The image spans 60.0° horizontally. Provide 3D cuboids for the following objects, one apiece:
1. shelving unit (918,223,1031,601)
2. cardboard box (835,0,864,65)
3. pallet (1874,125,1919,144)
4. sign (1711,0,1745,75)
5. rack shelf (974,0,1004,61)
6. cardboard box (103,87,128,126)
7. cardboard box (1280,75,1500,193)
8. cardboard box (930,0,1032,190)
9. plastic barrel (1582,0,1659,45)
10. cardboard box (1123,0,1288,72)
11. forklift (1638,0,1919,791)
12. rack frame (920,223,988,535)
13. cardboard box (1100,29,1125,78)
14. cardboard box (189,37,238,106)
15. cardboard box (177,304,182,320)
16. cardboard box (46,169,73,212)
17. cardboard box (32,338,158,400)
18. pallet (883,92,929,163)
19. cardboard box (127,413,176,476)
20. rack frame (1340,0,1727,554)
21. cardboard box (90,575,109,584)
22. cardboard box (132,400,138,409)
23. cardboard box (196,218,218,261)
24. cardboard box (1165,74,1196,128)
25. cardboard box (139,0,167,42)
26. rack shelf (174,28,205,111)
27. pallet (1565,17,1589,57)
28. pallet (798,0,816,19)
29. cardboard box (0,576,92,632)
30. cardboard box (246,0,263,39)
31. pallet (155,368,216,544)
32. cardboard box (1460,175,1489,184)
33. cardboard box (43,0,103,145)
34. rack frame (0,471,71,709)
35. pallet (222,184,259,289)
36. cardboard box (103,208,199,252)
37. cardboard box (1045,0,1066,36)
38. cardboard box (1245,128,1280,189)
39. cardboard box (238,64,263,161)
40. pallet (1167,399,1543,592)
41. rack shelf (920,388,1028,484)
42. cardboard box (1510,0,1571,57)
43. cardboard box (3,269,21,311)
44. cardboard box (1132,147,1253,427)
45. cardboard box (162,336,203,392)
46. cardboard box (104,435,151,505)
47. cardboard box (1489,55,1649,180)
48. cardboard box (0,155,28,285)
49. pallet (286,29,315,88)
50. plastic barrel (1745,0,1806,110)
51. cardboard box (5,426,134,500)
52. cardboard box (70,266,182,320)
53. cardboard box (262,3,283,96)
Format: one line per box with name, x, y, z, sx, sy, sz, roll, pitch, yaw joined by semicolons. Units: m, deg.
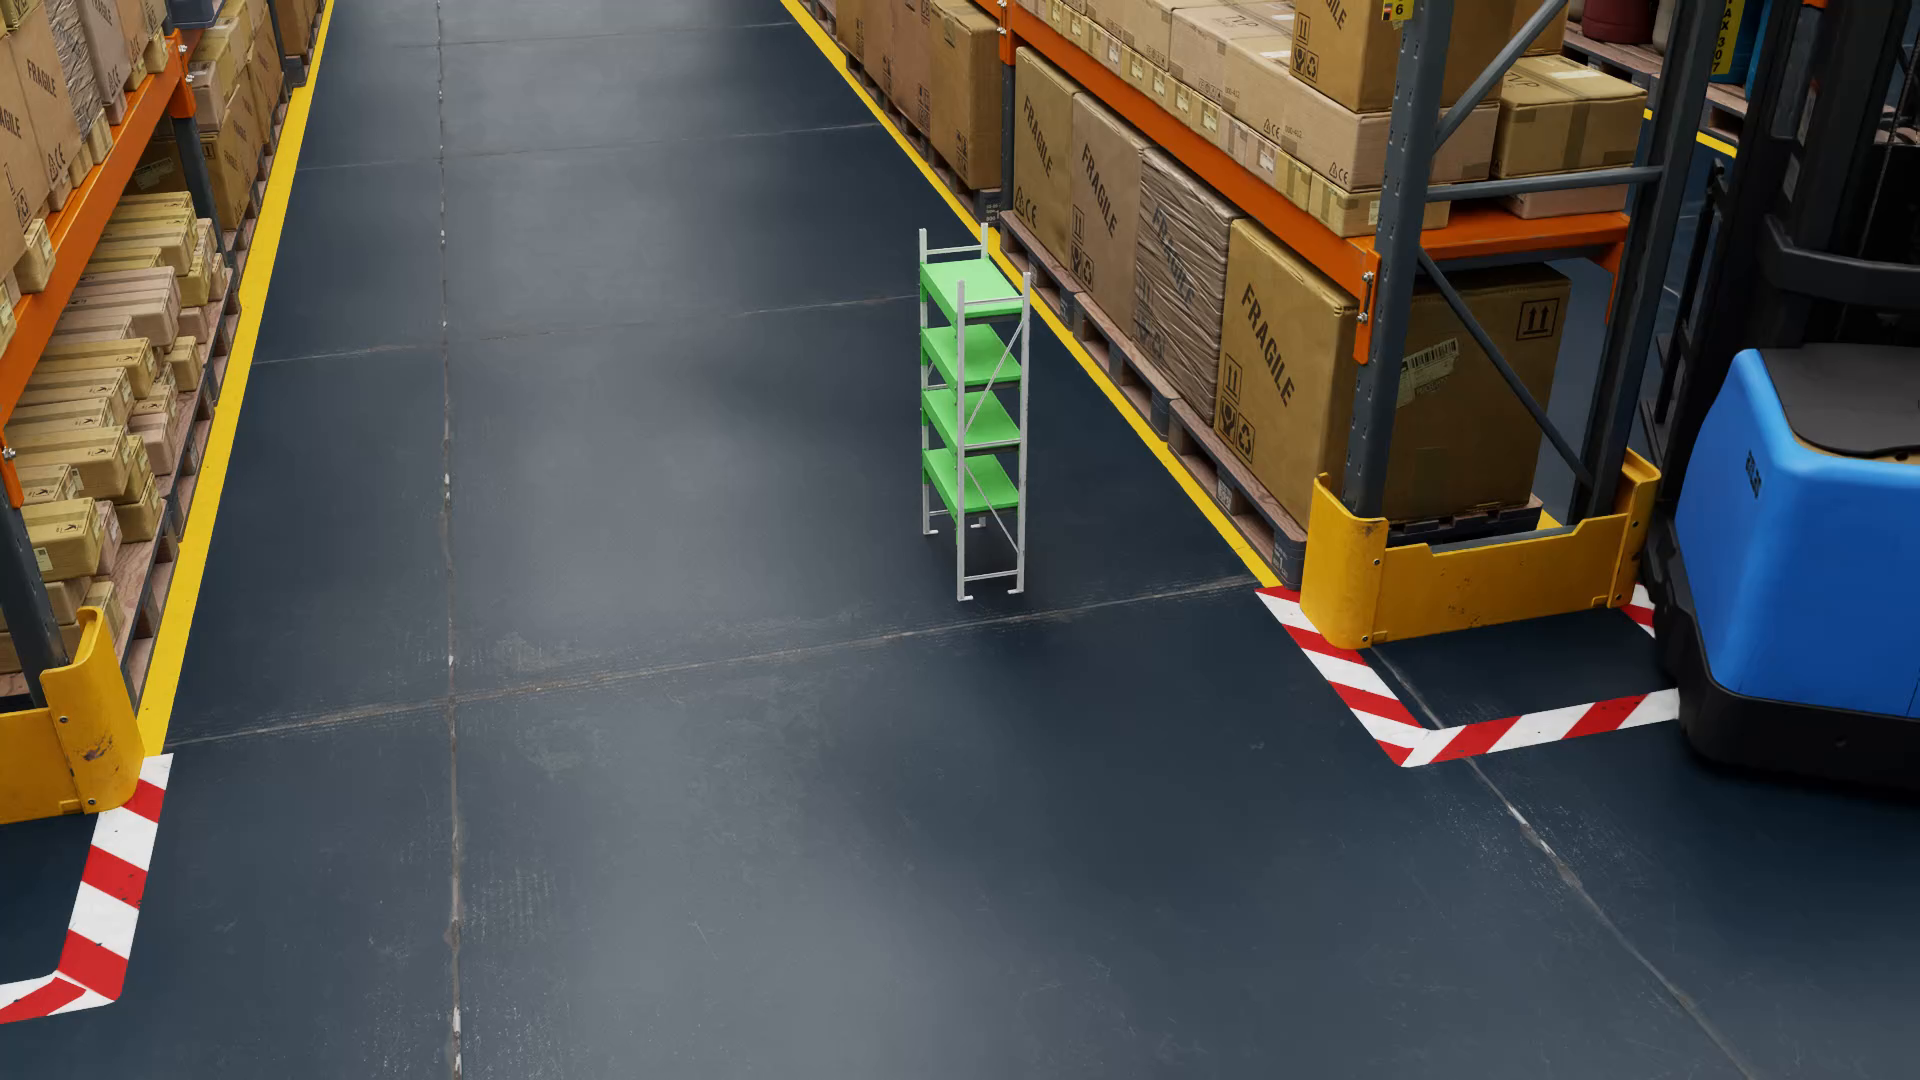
shelving unit;0.044;-0.439;5.811;0.258;1.200;0.503;-8;31;-13
cardboard box;-0.180;-3.881;11.663;1.225;0.875;0.875;-9;31;-16
pallet;5.727;-2.125;9.711;1.003;0.211;1.213;-8;31;-13
sign;2.317;-1.571;5.027;0.100;0.325;0.005;-8;31;-13
rack shelf;0.188;-3.678;10.328;1.077;0.370;4.000;-8;31;-13
cardboard box;-3.456;-1.695;6.435;0.380;0.149;0.250;-9;31;-15
cardboard box;1.396;-1.354;5.448;0.500;0.250;0.500;-8;31;-14
cardboard box;0.530;-2.592;9.436;1.225;0.875;0.875;-8;31;-13
plastic barrel;4.879;-3.972;12.107;0.600;0.588;0.708;-8;31;-13
cardboard box;0.984;-2.096;6.730;0.500;0.250;0.500;-8;31;-13
forklift;3.070;-1.222;5.435;1.130;2.935;3.031;7;31;12
rack frame;-0.021;-0.557;6.015;0.240;1.200;0.015;-8;31;-13
cardboard box;0.821;-2.102;7.137;0.380;0.149;0.250;-7;31;-13
cardboard box;-4.175;-2.486;8.878;0.500;0.250;0.500;-7;31;-12
cardboard box;-3.556;-0.989;7.094;0.380;0.149;0.250;-8;31;-13
cardboard box;-3.213;-1.191;5.564;0.380;0.149;0.250;-8;31;-14
cardboard box;-3.208;-0.617;6.155;0.380;0.149;0.250;-7;31;-13
pallet;0.114;-2.769;10.824;1.003;0.211;1.213;-8;31;-13
cardboard box;-3.184;-0.339;6.269;0.380;0.149;0.250;-9;31;-16
rack frame;1.781;-1.091;5.141;1.000;3.000;0.127;-8;31;-13
cardboard box;-3.007;0.160;5.406;0.380;0.149;0.250;-8;31;-13
cardboard box;-3.388;-0.602;6.425;0.380;0.149;0.250;-6;31;-11
cardboard box;-3.700;-1.379;7.769;0.380;0.149;0.250;-7;31;-12
cardboard box;1.027;-1.729;6.494;0.380;0.149;0.250;-8;31;-13
cardboard box;-3.689;-2.389;6.986;0.500;0.500;0.500;-8;31;-13
rack shelf;-4.621;-3.067;9.273;1.077;0.370;4.000;-8;31;-13
pallet;4.682;-4.032;13.005;1.003;0.211;1.213;-8;31;-13
pallet;-0.869;-4.714;14.184;1.003;0.211;1.213;-8;31;-13
cardboard box;-2.920;0.155;5.117;0.380;0.149;0.250;-7;31;-11
cardboard box;-4.573;-3.231;10.166;0.500;0.250;0.500;-7;31;-13
pallet;-3.550;-0.296;6.550;1.003;0.211;1.213;-8;31;-13
cardboard box;1.935;-1.322;5.790;0.380;0.149;0.250;-8;31;-14
cardboard box;-3.307;-1.645;5.701;0.500;0.500;0.500;-9;31;-15
rack frame;-3.028;-0.481;4.086;1.000;3.000;0.127;-8;31;-13
pallet;-4.298;-1.582;8.772;1.003;0.211;1.213;-8;31;-13
cardboard box;-3.639;-1.363;7.443;0.380;0.149;0.250;-7;31;-13
cardboard box;0.617;-2.474;7.780;0.380;0.149;0.250;-7;31;-12
cardboard box;1.232;-1.358;5.853;0.380;0.149;0.250;-8;31;-13
cardboard box;-4.325;-2.411;9.498;0.500;0.500;0.500;-7;31;-12
pallet;1.493;-0.260;6.489;1.003;0.211;1.213;-8;31;-13
rack shelf;0.044;-0.384;5.843;0.258;0.148;0.480;-8;31;-13
cardboard box;1.781;-1.989;5.796;0.500;0.500;0.500;-9;31;-14
cardboard box;-2.906;-0.690;4.698;0.380;0.149;0.250;-7;31;-11
cardboard box;1.292;-1.092;6.843;0.875;0.875;0.875;-8;31;-13
cardboard box;-3.383;-0.717;6.920;0.380;0.149;0.250;-8;31;-13
cardboard box;-3.052;-0.229;5.781;0.380;0.149;0.250;-7;31;-12
cardboard box;1.913;-1.423;5.567;0.500;0.250;0.500;-9;31;-15
cardboard box;-2.881;-0.906;4.425;0.500;0.500;0.500;-6;31;-11
pallet;-5.288;-3.529;12.135;1.003;0.211;1.213;-8;31;-13
plastic barrel;5.366;-3.221;10.495;0.600;0.901;0.708;-8;31;-13
cardboard box;-2.972;-0.240;5.504;0.380;0.149;0.250;-8;31;-13
cardboard box;-3.411;-0.989;6.797;0.380;0.149;0.250;-9;31;-16
cardboard box;-4.725;-3.161;10.794;0.500;0.500;0.500;-8;31;-14
